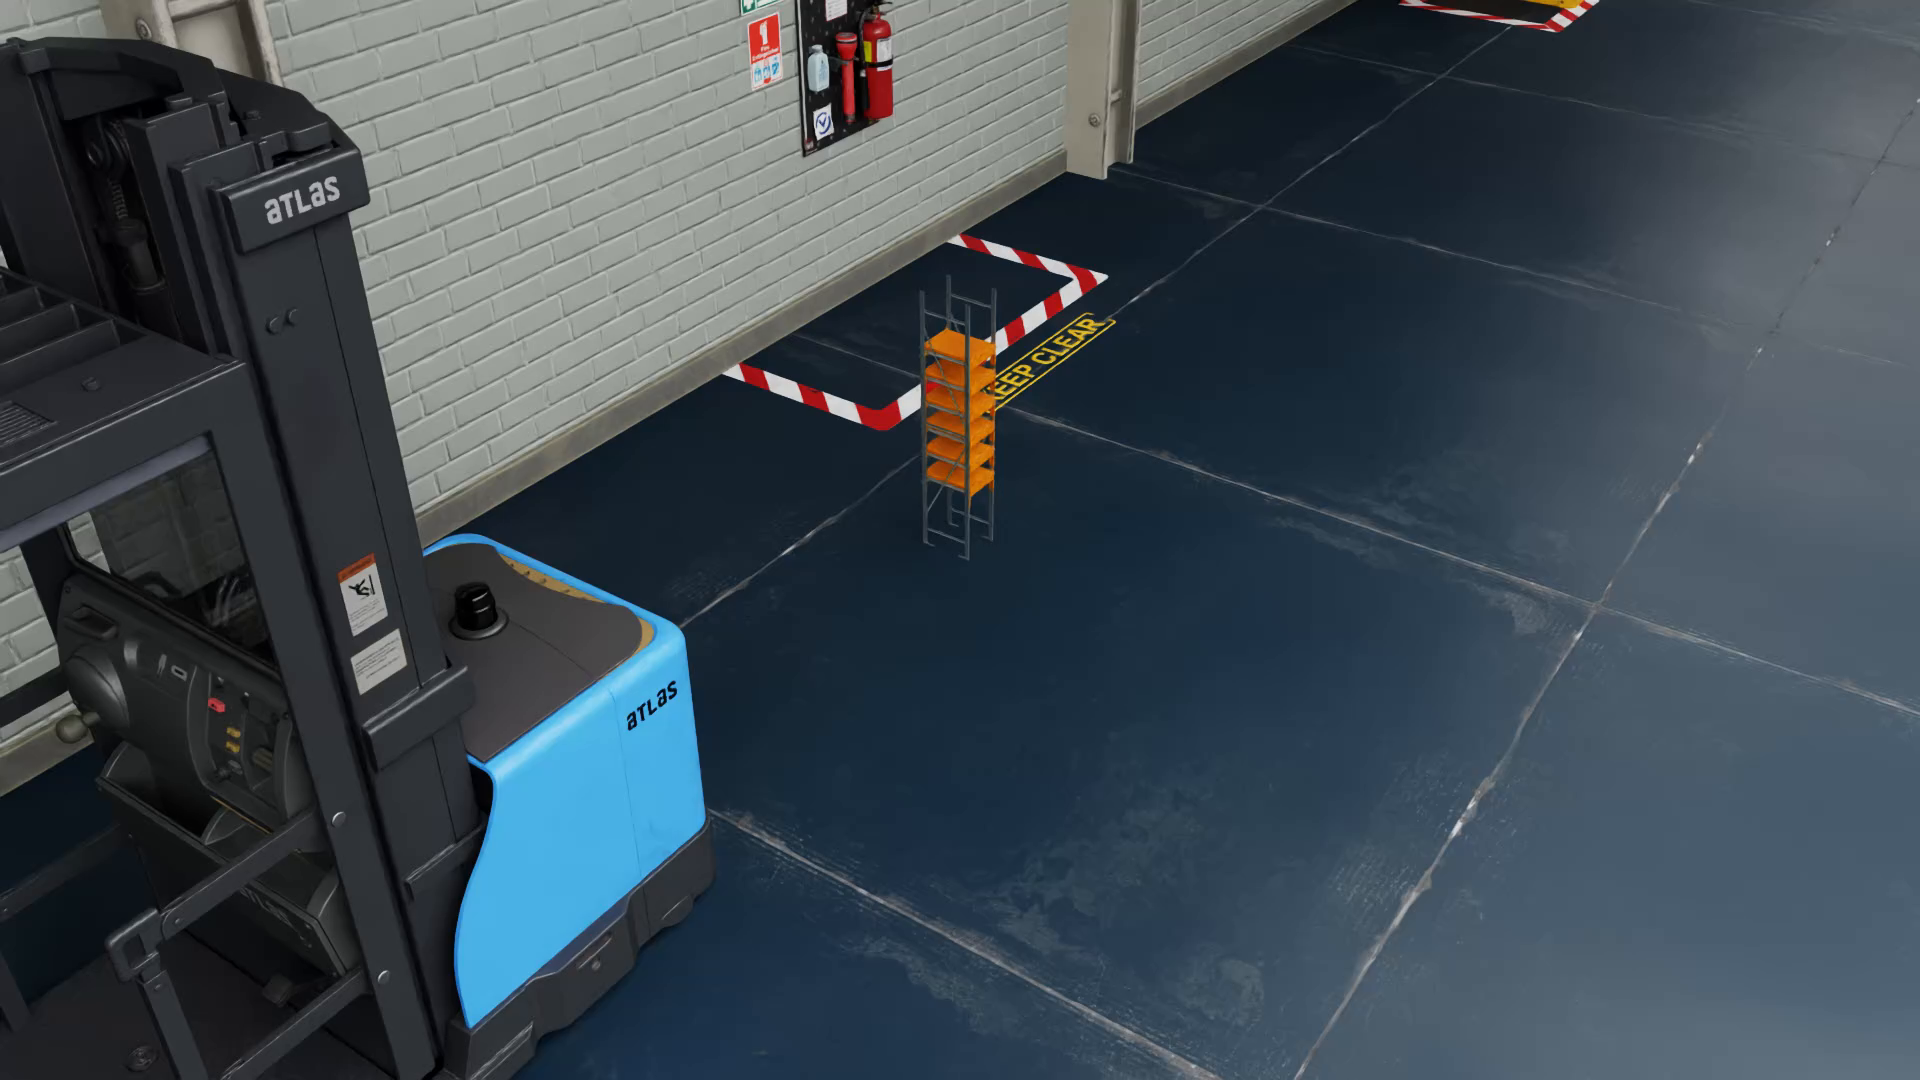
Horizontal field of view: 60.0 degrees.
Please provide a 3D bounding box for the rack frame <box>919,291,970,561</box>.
[{"bbox_3d":[-0.060,-0.448,6.842,0.240,1.200,0.006,21,39,28],"label":"rack frame"}]

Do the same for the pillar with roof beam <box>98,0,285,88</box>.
[{"bbox_3d":[1.017,-2.039,2.233,9.100,9.000,0.400,21,39,28],"label":"pillar with roof beam"}]

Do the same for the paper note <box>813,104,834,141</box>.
[{"bbox_3d":[-0.697,-2.141,8.525,0.016,0.148,0.142,21,39,28],"label":"paper note"}]

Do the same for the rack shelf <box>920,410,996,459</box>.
[{"bbox_3d":[-0.008,-0.454,6.929,0.258,0.103,0.180,21,39,28],"label":"rack shelf"}]

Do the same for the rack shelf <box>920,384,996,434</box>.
[{"bbox_3d":[-0.008,-0.553,6.862,0.258,0.103,0.180,21,39,28],"label":"rack shelf"}]

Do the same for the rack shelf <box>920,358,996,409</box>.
[{"bbox_3d":[-0.008,-0.652,6.794,0.258,0.103,0.180,21,39,28],"label":"rack shelf"}]

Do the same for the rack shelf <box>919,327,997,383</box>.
[{"bbox_3d":[-0.008,-0.752,6.727,0.258,0.103,0.180,21,39,28],"label":"rack shelf"}]

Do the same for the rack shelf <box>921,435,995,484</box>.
[{"bbox_3d":[-0.008,-0.354,6.996,0.258,0.103,0.180,21,39,28],"label":"rack shelf"}]

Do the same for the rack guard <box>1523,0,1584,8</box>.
[{"bbox_3d":[4.677,-4.853,13.980,1.175,0.500,0.348,21,39,28],"label":"rack guard"}]

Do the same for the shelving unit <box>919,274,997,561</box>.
[{"bbox_3d":[-0.008,-0.490,6.904,0.258,1.200,0.189,21,39,28],"label":"shelving unit"}]

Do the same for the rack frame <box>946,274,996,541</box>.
[{"bbox_3d":[0.044,-0.532,6.966,0.240,1.200,0.006,21,39,28],"label":"rack frame"}]

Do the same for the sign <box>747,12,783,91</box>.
[{"bbox_3d":[-0.939,-2.359,8.028,0.001,0.329,0.234,21,39,28],"label":"sign"}]

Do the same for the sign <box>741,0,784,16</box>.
[{"bbox_3d":[-0.929,-2.577,7.879,0.001,0.109,0.331,21,39,28],"label":"sign"}]

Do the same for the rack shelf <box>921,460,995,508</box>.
[{"bbox_3d":[-0.008,-0.255,7.063,0.258,0.103,0.180,21,39,28],"label":"rack shelf"}]

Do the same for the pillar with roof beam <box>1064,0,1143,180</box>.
[{"bbox_3d":[4.438,-4.801,6.316,9.100,9.000,0.400,21,39,28],"label":"pillar with roof beam"}]

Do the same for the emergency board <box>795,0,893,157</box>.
[{"bbox_3d":[-0.539,-2.565,8.366,0.194,1.169,0.643,21,39,28],"label":"emergency board"}]

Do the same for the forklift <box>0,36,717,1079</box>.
[{"bbox_3d":[-2.052,0.463,3.948,1.130,2.935,3.031,21,39,28],"label":"forklift"}]
